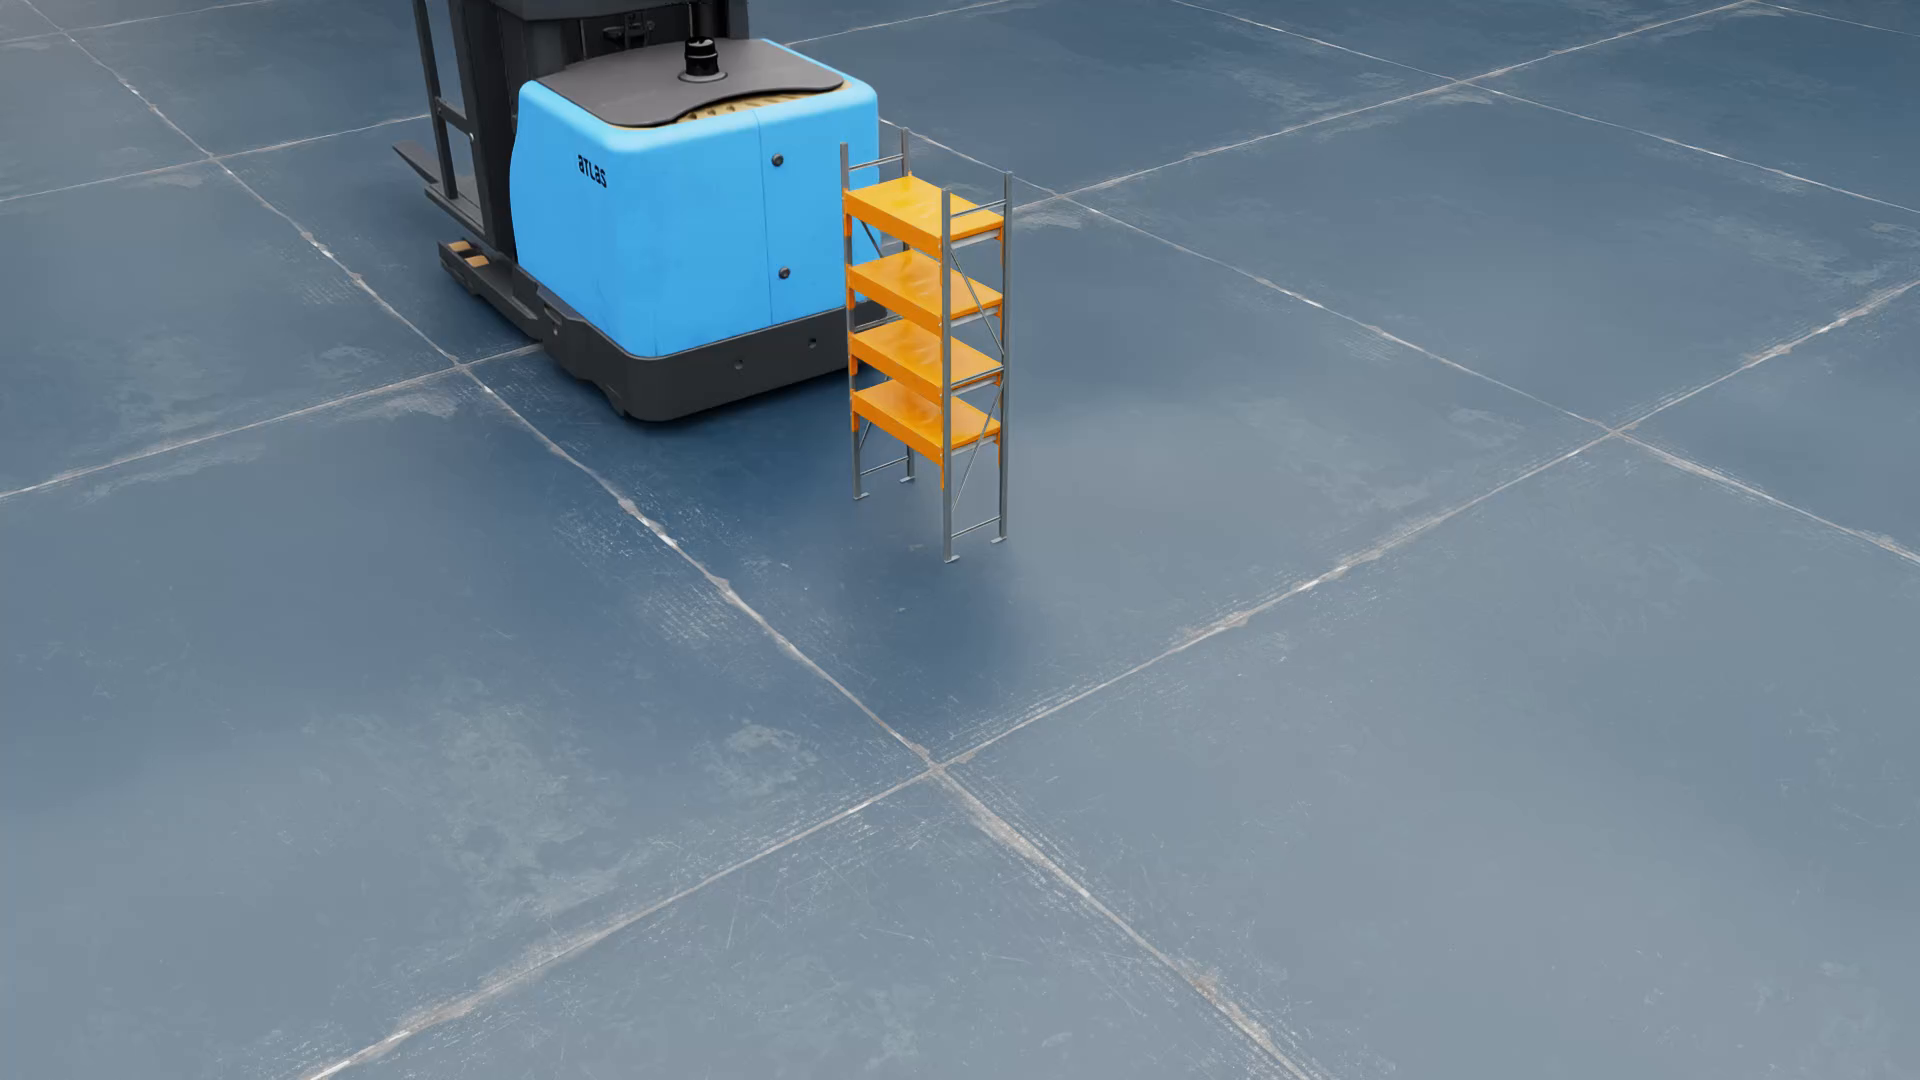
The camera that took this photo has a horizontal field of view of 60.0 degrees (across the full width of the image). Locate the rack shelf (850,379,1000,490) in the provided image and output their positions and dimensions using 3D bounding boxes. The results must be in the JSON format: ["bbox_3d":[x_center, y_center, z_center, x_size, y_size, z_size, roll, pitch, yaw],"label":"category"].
[{"bbox_3d":[-0.101,-0.353,5.185,0.258,0.148,0.480,-22,38,-31],"label":"rack shelf"}]

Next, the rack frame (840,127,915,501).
[{"bbox_3d":[-0.251,-0.680,5.208,0.240,1.200,0.015,-22,38,-31],"label":"rack frame"}]

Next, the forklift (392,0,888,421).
[{"bbox_3d":[-1.532,-2.384,6.311,1.130,2.935,3.031,-21,37,-29],"label":"forklift"}]

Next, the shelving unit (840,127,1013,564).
[{"bbox_3d":[-0.101,-0.579,5.045,0.258,1.200,0.503,-22,38,-31],"label":"shelving unit"}]

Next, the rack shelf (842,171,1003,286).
[{"bbox_3d":[-0.101,-0.913,4.837,0.258,0.148,0.480,-22,38,-31],"label":"rack shelf"}]

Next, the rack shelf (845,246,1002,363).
[{"bbox_3d":[-0.101,-0.712,4.962,0.258,0.148,0.480,-22,38,-31],"label":"rack shelf"}]

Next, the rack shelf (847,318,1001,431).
[{"bbox_3d":[-0.101,-0.522,5.080,0.258,0.148,0.480,-22,38,-31],"label":"rack shelf"}]

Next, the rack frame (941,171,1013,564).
[{"bbox_3d":[0.048,-0.477,4.881,0.240,1.200,0.015,-22,38,-31],"label":"rack frame"}]
